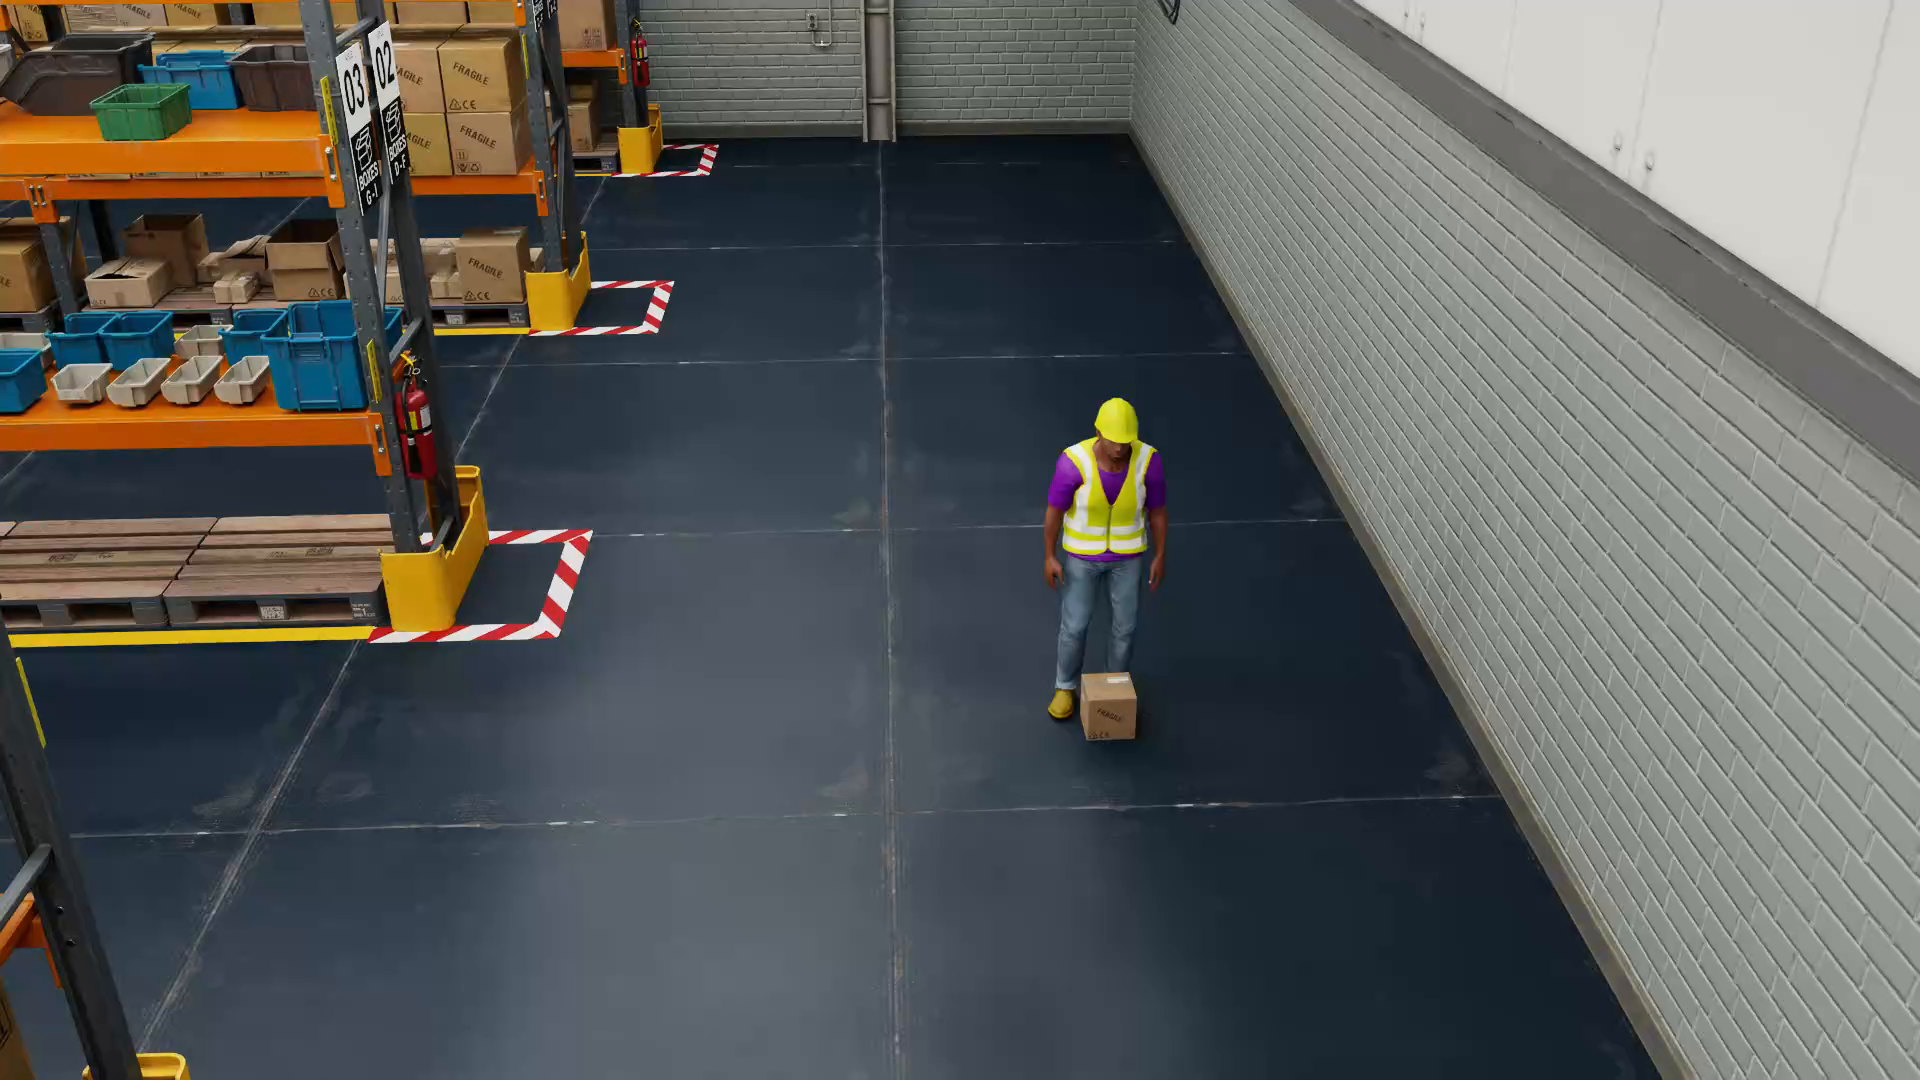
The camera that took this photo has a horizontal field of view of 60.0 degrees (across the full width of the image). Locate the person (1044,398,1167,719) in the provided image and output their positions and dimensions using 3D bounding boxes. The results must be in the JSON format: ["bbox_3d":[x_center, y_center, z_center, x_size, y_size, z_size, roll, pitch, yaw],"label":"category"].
[{"bbox_3d":[0.736,0.084,8.436,0.627,1.761,0.456,-1,27,-2],"label":"person"}]
